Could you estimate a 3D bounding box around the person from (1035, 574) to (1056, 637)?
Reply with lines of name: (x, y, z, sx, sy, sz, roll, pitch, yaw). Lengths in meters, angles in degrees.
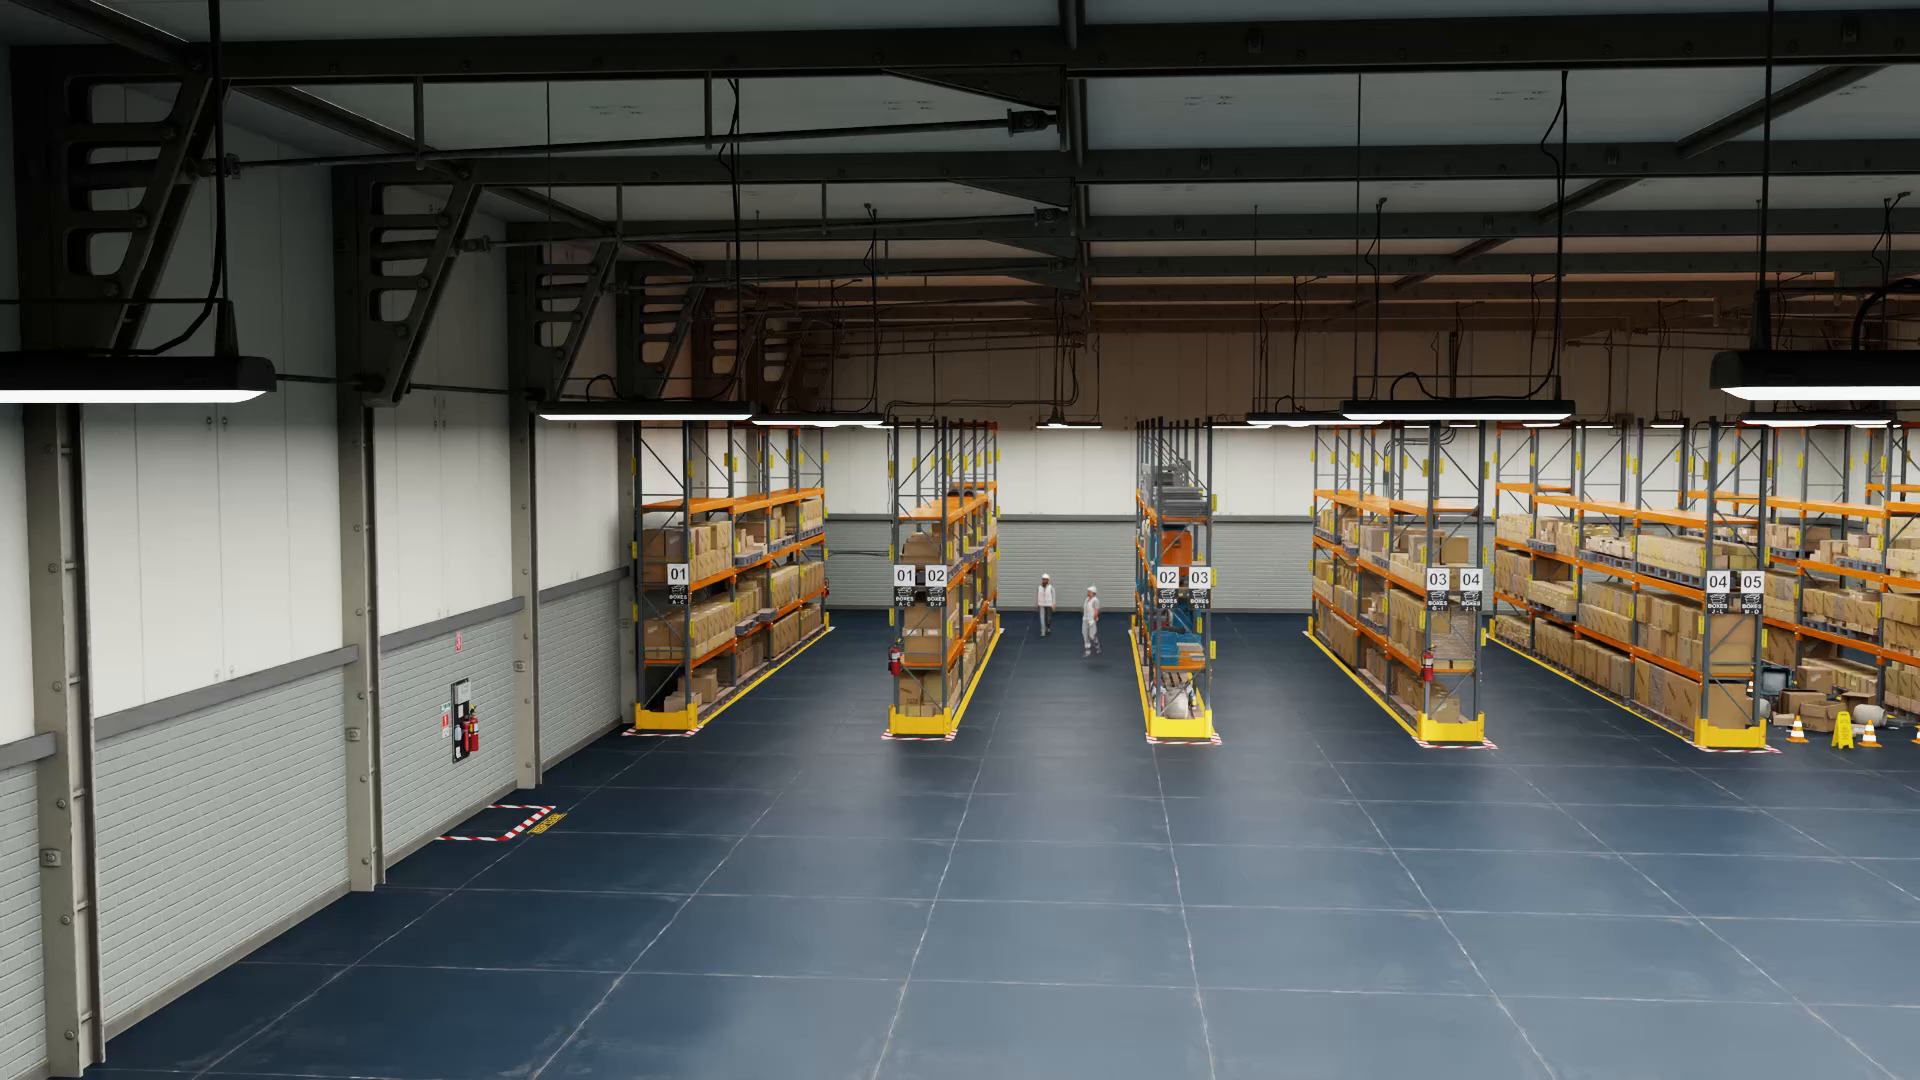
person: (2.400, 1.799, 46.608, 0.561, 1.674, 1.066, 0, 4, 1)

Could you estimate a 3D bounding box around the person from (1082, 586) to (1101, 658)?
person: (3.254, 2.031, 41.317, 0.573, 1.786, 0.577, 4, 5, 43)
